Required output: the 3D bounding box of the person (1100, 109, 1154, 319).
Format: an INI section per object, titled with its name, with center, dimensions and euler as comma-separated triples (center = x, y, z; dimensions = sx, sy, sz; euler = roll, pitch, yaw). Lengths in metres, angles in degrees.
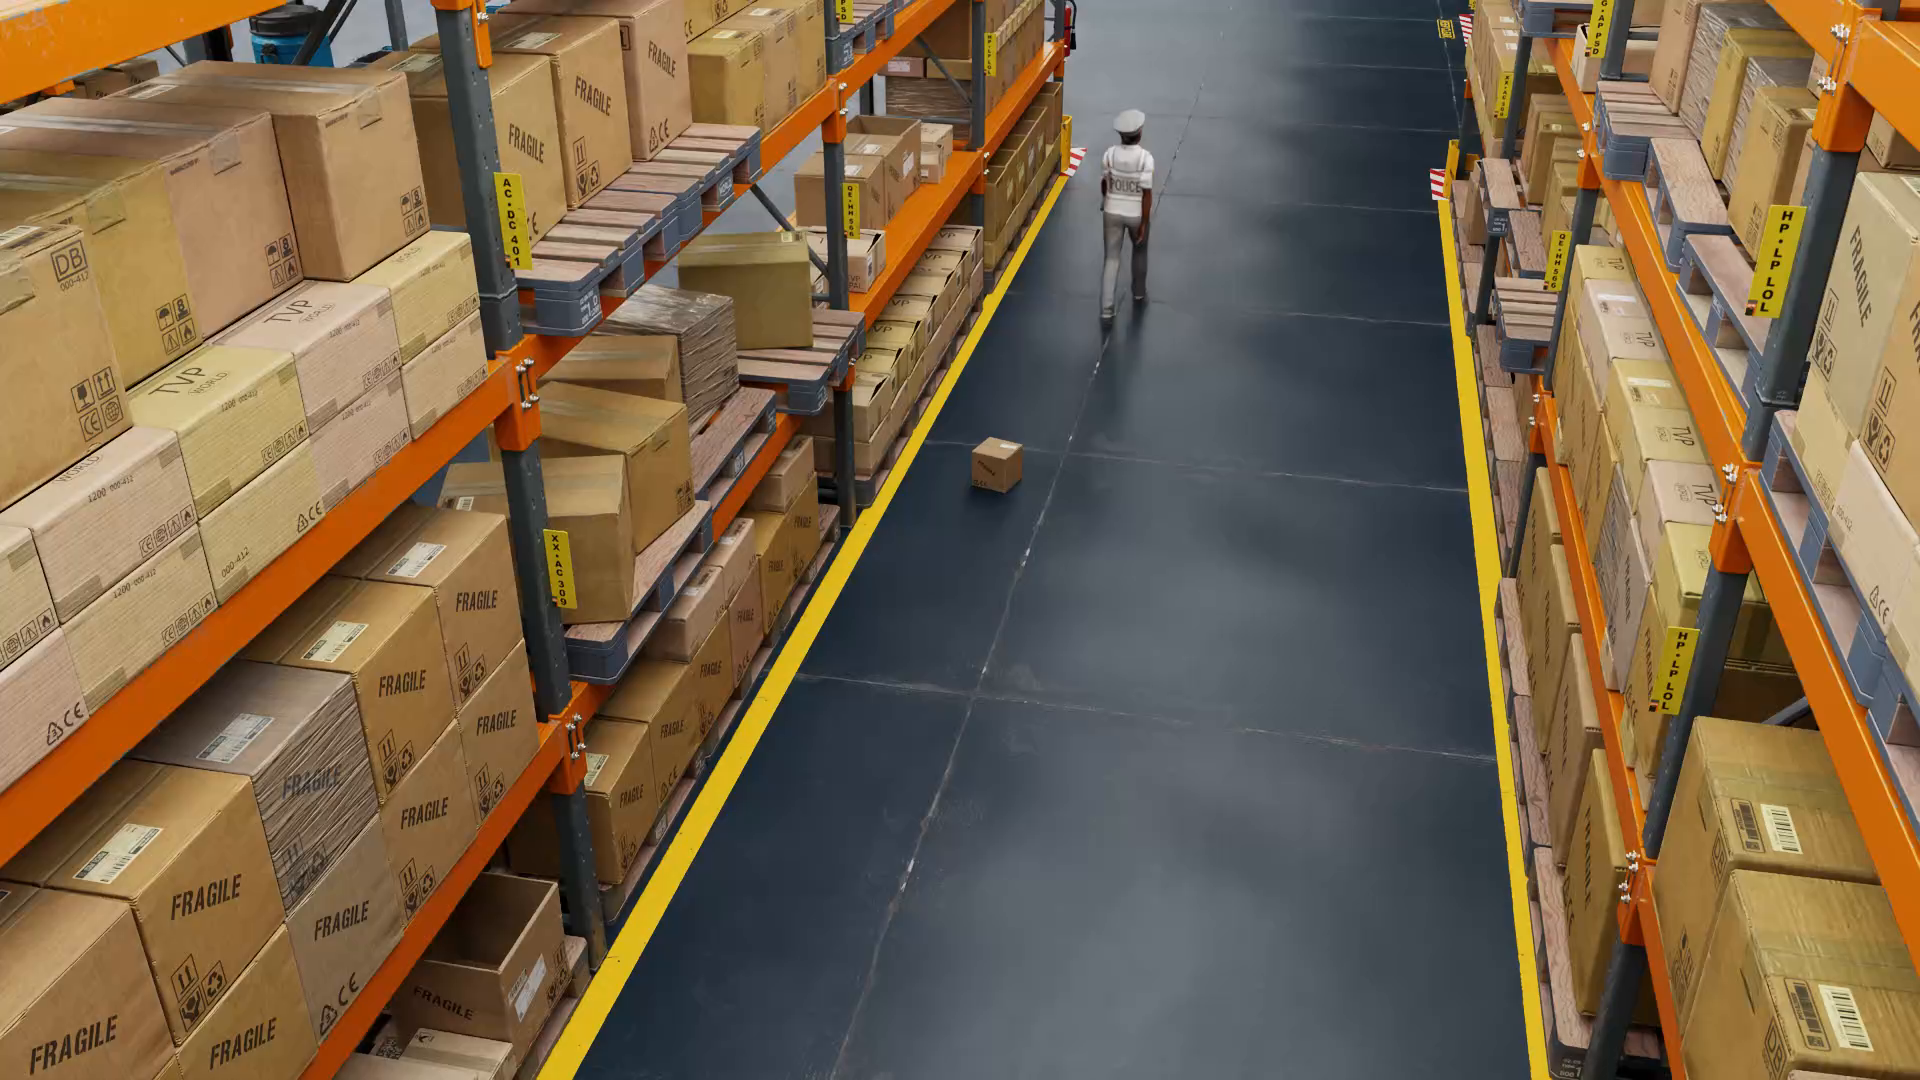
[person]
center = 1.333, -2.637, 13.336
dimensions = 0.438, 1.641, 0.996
euler = 6, 30, 11
